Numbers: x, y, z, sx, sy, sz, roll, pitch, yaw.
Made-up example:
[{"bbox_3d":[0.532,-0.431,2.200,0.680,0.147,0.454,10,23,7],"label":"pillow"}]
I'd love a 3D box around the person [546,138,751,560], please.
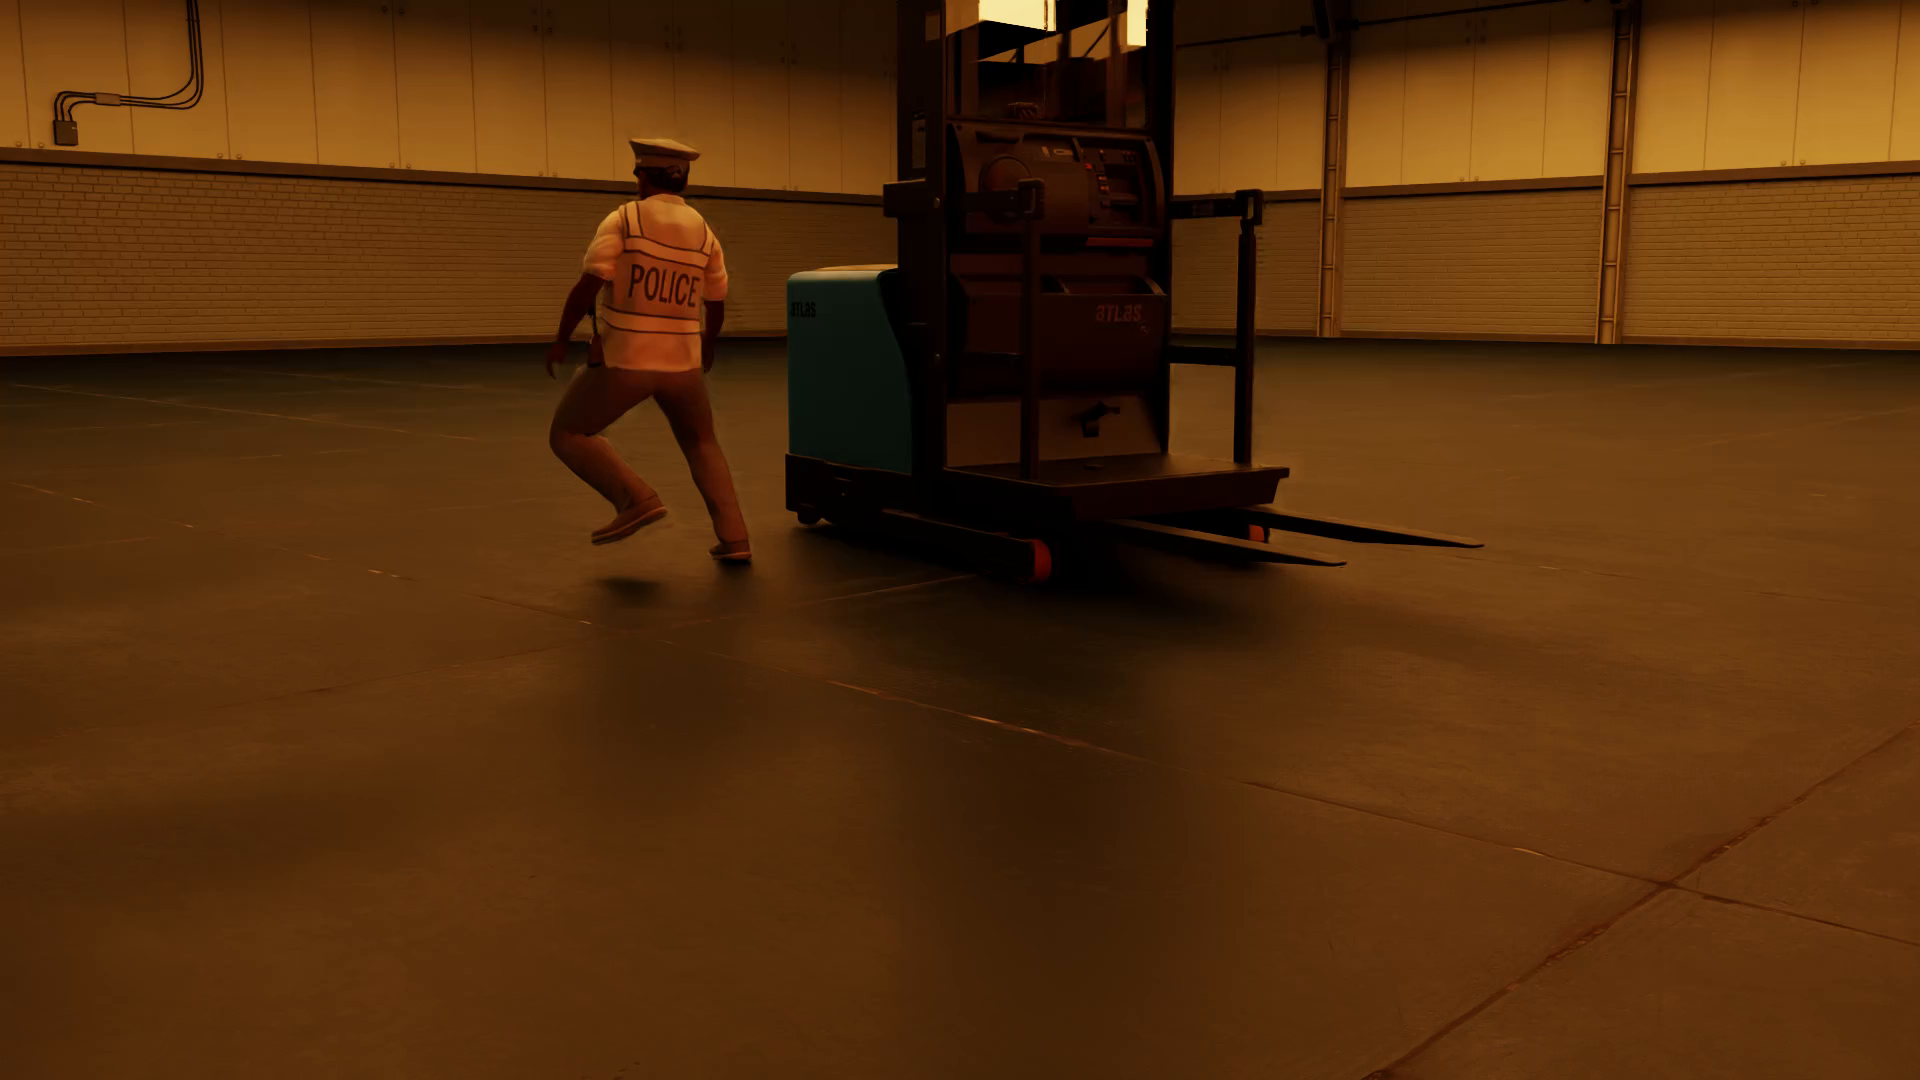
[{"bbox_3d":[-1.124,-0.656,6.006,0.727,1.536,0.612,-5,10,-30],"label":"person"}]

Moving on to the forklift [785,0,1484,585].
[{"bbox_3d":[0.496,-1.374,5.998,1.130,2.935,3.031,-6,10,-34],"label":"forklift"}]
